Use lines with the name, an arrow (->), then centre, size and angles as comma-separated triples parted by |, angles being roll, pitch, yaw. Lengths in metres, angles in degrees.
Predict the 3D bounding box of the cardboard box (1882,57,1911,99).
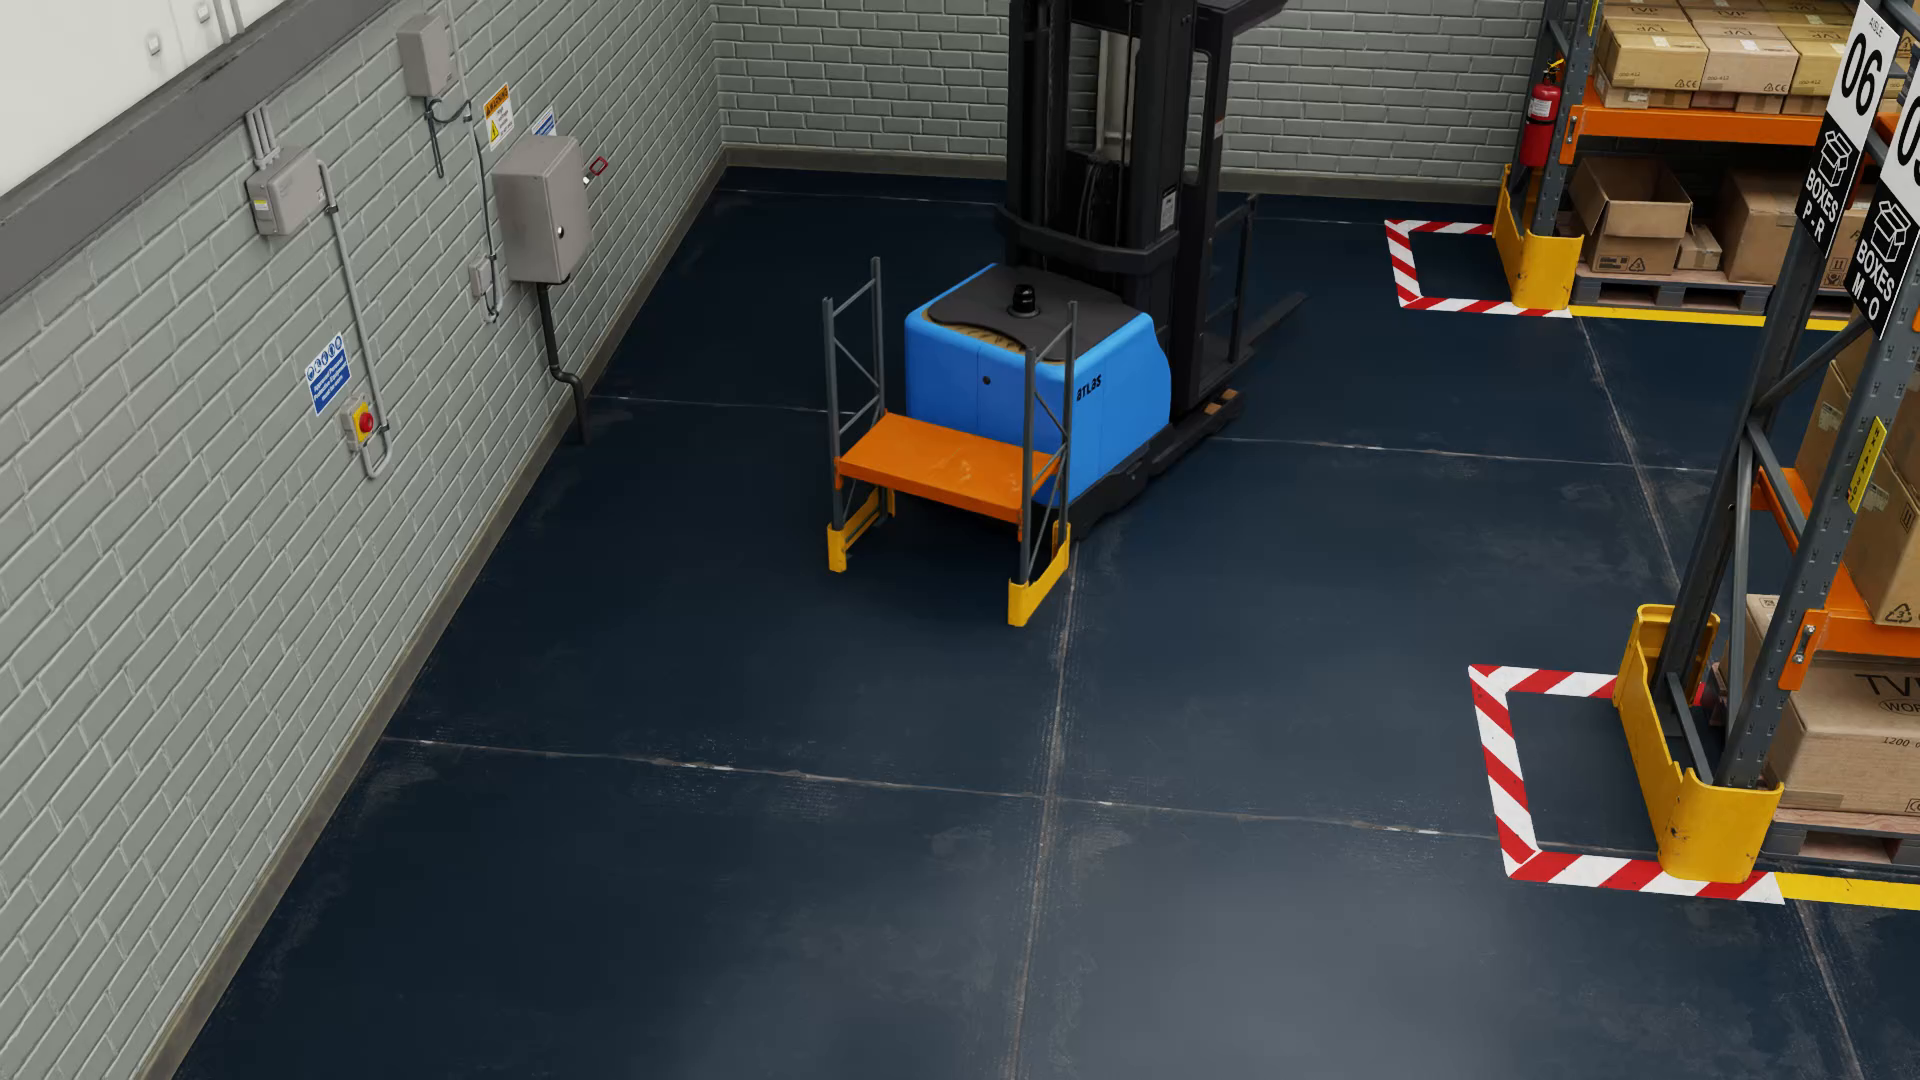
cardboard box -> 5.662, -2.817, 9.845 | 0.500, 0.250, 0.500 | 3, 36, 5

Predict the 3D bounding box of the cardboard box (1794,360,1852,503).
cardboard box -> 3.617, -0.341, 6.417 | 0.500, 0.500, 0.500 | 4, 36, 6

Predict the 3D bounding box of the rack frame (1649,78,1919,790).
rack frame -> 3.105, -0.184, 6.282 | 0.127, 3.000, 1.000 | 4, 36, 6

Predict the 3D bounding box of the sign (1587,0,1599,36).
sign -> 3.665, -3.084, 9.600 | 0.005, 0.325, 0.100 | 4, 36, 6

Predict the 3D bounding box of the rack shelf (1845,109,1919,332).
rack shelf -> 5.089, -0.964, 5.412 | 4.000, 0.370, 1.077 | 4, 36, 6

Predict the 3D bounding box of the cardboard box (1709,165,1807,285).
cardboard box -> 5.171, -2.012, 10.634 | 0.500, 0.500, 0.700 | 6, 36, 8

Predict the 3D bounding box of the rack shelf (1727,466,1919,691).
rack shelf -> 5.089, 0.257, 6.284 | 4.000, 0.370, 1.077 | 4, 36, 6

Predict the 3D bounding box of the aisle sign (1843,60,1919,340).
aisle sign -> 2.997, -1.080, 5.300 | 0.004, 0.787, 0.394 | 4, 36, 6

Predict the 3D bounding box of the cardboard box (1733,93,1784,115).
cardboard box -> 4.791, -2.714, 10.043 | 0.250, 0.149, 0.380 | 5, 36, 7

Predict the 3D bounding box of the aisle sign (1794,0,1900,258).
aisle sign -> 3.073, -1.426, 5.785 | 0.004, 0.787, 0.394 | 4, 36, 6

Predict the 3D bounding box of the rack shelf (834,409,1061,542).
rack shelf -> -0.047, -0.327, 8.084 | 1.000, 0.185, 0.538 | 16, 39, 21

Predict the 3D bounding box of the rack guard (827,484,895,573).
rack guard -> -0.502, -0.096, 8.526 | 0.087, 0.250, 0.587 | 16, 39, 21

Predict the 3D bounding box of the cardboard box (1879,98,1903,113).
cardboard box -> 5.560, -2.628, 9.923 | 0.250, 0.149, 0.380 | 5, 36, 7

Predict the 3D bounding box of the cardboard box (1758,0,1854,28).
cardboard box -> 5.225, -3.145, 10.304 | 0.500, 0.250, 0.500 | 5, 36, 7

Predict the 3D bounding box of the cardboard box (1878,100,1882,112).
cardboard box -> 5.296, -2.635, 9.934 | 0.250, 0.149, 0.380 | 3, 36, 5

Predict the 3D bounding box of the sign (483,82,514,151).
sign -> -2.291, -2.107, 8.266 | 0.001, 0.242, 0.339 | 4, 36, 6

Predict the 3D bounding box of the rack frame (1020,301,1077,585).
rack frame -> 0.408, -0.342, 7.796 | 0.032, 1.500, 0.500 | 16, 39, 21

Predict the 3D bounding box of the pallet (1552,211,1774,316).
pallet -> 4.600, -1.845, 11.010 | 1.213, 0.211, 1.003 | 4, 36, 6

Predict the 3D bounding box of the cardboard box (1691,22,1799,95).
cardboard box -> 4.649, -2.878, 9.930 | 0.500, 0.250, 0.500 | 5, 36, 6

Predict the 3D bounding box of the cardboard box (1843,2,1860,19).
cardboard box -> 5.744, -3.106, 10.250 | 0.500, 0.250, 0.500 | 4, 36, 6

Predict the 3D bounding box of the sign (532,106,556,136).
sign -> -2.221, -2.048, 8.976 | 0.001, 0.494, 0.329 | 4, 36, 6

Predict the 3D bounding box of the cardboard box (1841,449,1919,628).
cardboard box -> 3.545, -0.023, 5.972 | 0.500, 0.500, 0.500 | 4, 36, 6

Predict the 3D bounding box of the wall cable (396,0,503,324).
wall cable -> -2.322, -1.819, 7.699 | 0.122, 1.984, 0.588 | 4, 36, 6

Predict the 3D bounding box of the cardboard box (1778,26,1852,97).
cardboard box -> 5.153, -2.842, 9.881 | 0.500, 0.250, 0.500 | 4, 36, 5

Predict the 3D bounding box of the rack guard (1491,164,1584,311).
rack guard -> 3.809, -2.021, 11.008 | 0.348, 0.500, 1.175 | 4, 36, 6

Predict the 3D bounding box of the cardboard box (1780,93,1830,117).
cardboard box -> 5.055, -2.697, 10.020 | 0.250, 0.149, 0.380 | 5, 36, 7

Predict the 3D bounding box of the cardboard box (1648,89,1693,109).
cardboard box -> 4.283, -2.767, 10.118 | 0.250, 0.149, 0.380 | 5, 36, 7

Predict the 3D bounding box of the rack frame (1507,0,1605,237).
rack frame -> 3.734, -3.044, 10.290 | 0.127, 3.000, 1.000 | 4, 36, 6

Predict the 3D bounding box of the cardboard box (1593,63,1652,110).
cardboard box -> 4.025, -2.759, 10.107 | 0.250, 0.149, 0.380 | 4, 36, 6

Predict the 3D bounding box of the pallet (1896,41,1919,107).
pallet -> 3.842, -1.320, 5.368 | 1.213, 0.211, 1.003 | 4, 36, 6

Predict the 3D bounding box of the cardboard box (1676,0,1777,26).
cardboard box -> 4.735, -3.184, 10.359 | 0.500, 0.250, 0.500 | 4, 36, 6

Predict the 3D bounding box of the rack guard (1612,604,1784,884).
rack guard -> 3.081, 0.832, 7.011 | 0.348, 0.500, 1.175 | 4, 36, 6

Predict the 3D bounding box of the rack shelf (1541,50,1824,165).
rack shelf -> 5.717, -2.603, 10.292 | 4.000, 0.370, 1.077 | 4, 36, 6

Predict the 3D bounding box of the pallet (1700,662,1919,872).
pallet -> 3.908, 0.966, 7.073 | 1.213, 0.211, 1.003 | 4, 36, 6

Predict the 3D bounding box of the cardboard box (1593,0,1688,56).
cardboard box -> 4.224, -3.223, 10.414 | 0.500, 0.250, 0.500 | 5, 36, 7

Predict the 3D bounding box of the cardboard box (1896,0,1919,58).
cardboard box -> 5.637, -3.110, 9.609 | 0.500, 0.500, 0.500 | 5, 36, 7

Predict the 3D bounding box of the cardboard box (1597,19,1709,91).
cardboard box -> 4.149, -2.915, 9.982 | 0.500, 0.250, 0.500 | 4, 36, 6

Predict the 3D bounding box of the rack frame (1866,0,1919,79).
rack frame -> 3.105, -2.625, 4.539 | 0.127, 3.000, 1.000 | 4, 36, 6

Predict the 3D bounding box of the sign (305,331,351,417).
sign -> -2.558, -0.674, 6.737 | 0.001, 0.218, 0.327 | 4, 36, 6

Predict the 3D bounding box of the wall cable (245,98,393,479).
wall cable -> -2.491, -1.014, 6.544 | 0.123, 1.953, 0.585 | 4, 36, 6

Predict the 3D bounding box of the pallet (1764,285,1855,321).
pallet -> 5.806, -1.753, 10.882 | 1.213, 0.211, 1.003 | 4, 36, 6

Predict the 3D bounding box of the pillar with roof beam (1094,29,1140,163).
pillar with roof beam -> 0.626, -3.724, 6.079 | 0.400, 9.000, 9.100 | 4, 36, 6

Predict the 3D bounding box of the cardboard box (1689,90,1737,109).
cardboard box -> 4.548, -2.768, 10.119 | 0.250, 0.149, 0.380 | 4, 36, 5

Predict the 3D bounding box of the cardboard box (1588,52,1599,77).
cardboard box -> 4.096, -3.072, 10.545 | 0.250, 0.149, 0.380 | 4, 36, 5

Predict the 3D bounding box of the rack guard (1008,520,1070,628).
rack guard -> 0.391, 0.161, 8.166 | 0.087, 0.250, 0.587 | 16, 39, 21

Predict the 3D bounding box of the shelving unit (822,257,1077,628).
shelving unit -> -0.056, -0.476, 7.983 | 1.083, 1.500, 0.587 | 16, 39, 21

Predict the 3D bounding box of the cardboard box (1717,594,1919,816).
cardboard box -> 3.772, 0.680, 6.917 | 0.875, 0.438, 0.875 | 3, 36, 4

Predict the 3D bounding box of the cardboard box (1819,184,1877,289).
cardboard box -> 5.683, -1.915, 10.499 | 0.500, 0.500, 0.500 | 5, 36, 7

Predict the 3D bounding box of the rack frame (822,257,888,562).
rack frame -> -0.503, -0.605, 8.163 | 0.032, 1.500, 0.500 | 16, 39, 21

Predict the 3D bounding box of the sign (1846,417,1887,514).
sign -> 3.028, -0.249, 5.560 | 0.005, 0.325, 0.100 | 4, 36, 6

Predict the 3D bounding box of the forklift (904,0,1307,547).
forklift -> 0.989, -1.958, 8.828 | 1.130, 2.935, 3.031 | 24, 42, 29

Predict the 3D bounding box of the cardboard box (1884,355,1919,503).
cardboard box -> 3.545, -0.432, 5.683 | 0.500, 0.500, 0.500 | 4, 36, 5

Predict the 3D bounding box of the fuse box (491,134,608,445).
fuse box -> -2.079, -1.262, 8.903 | 0.414, 1.711, 0.539 | 4, 36, 6

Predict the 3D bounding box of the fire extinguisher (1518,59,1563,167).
fire extinguisher -> 3.529, -2.605, 10.063 | 0.183, 0.674, 0.296 | 4, 36, 6

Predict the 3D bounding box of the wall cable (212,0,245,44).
wall cable -> -2.573, -2.884, 4.902 | 0.029, 3.000, 0.463 | 4, 36, 6

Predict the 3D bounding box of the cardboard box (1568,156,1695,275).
cardboard box -> 4.328, -2.099, 10.753 | 0.637, 0.503, 0.797 | 3, 36, 4

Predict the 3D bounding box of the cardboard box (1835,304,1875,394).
cardboard box -> 3.614, -0.733, 6.105 | 0.500, 0.500, 0.500 | 5, 36, 8

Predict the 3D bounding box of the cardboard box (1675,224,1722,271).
cardboard box -> 4.745, -1.901, 10.781 | 0.250, 0.149, 0.380 | 3, 36, 4
